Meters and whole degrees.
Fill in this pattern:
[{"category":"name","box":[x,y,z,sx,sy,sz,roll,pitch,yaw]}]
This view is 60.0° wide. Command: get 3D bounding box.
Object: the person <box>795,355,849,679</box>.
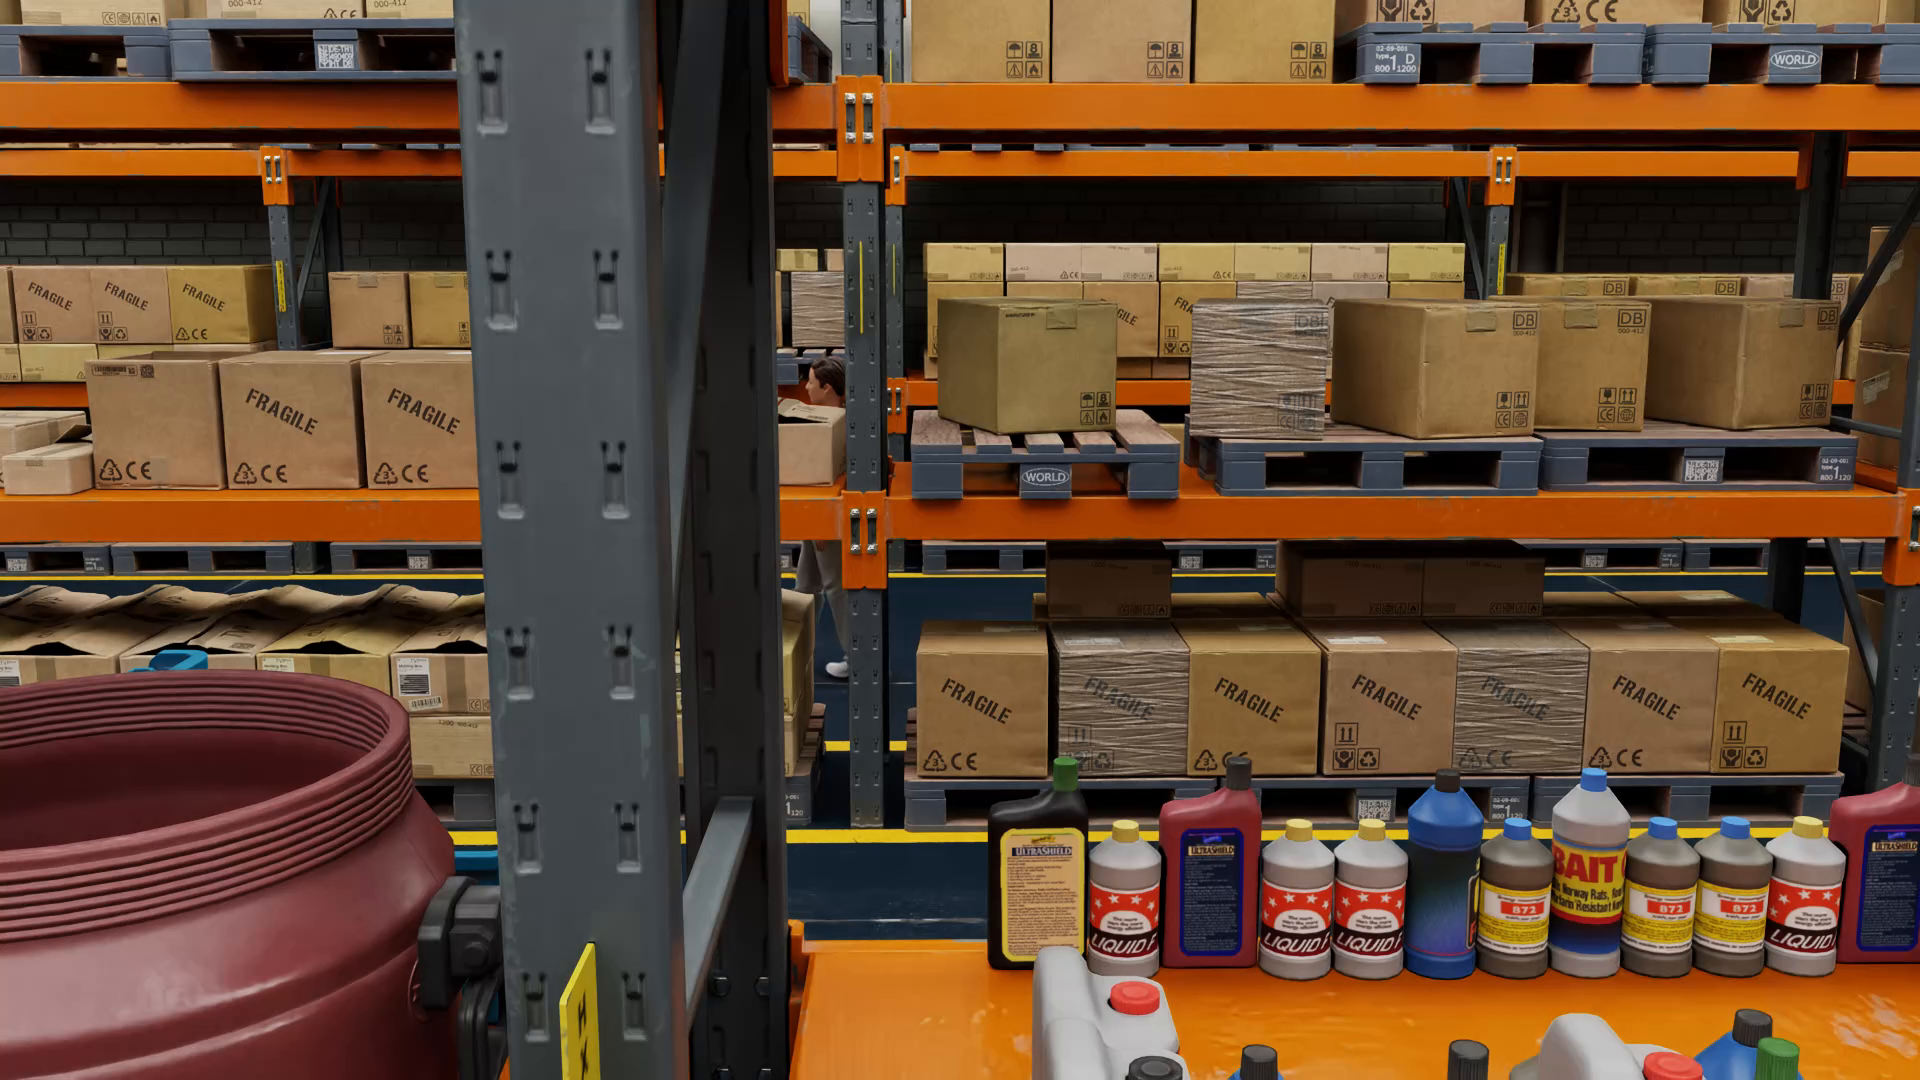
[{"category":"person","box":[-0.746,-0.117,8.548,0.712,1.665,0.459,1,11,7]}]
